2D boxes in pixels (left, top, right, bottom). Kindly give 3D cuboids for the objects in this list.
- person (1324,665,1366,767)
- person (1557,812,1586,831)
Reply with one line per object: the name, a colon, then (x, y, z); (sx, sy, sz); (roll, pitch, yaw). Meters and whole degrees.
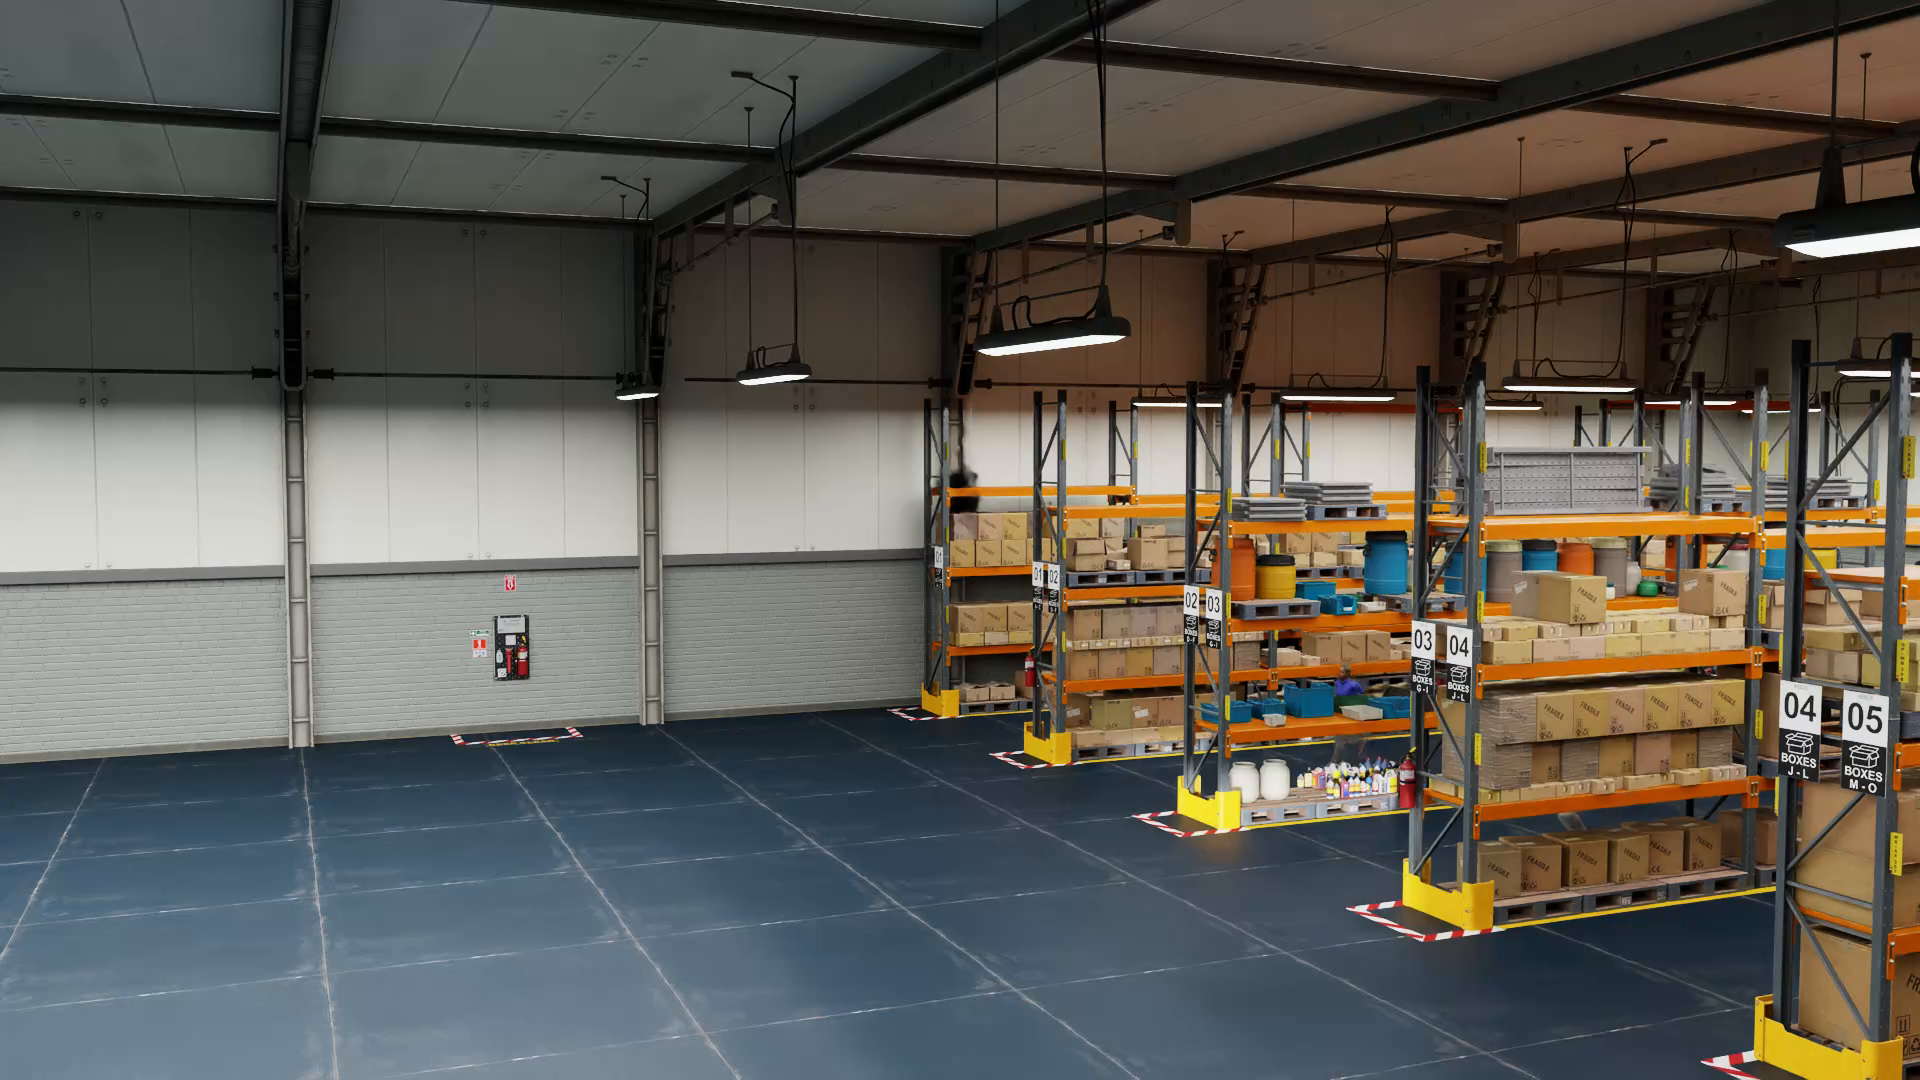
person: (6.200, 2.802, 26.537); (0.831, 1.643, 0.600); (-2, 4, -32)
person: (7.682, 3.103, 20.944); (0.648, 1.644, 0.601); (-2, 4, -30)
